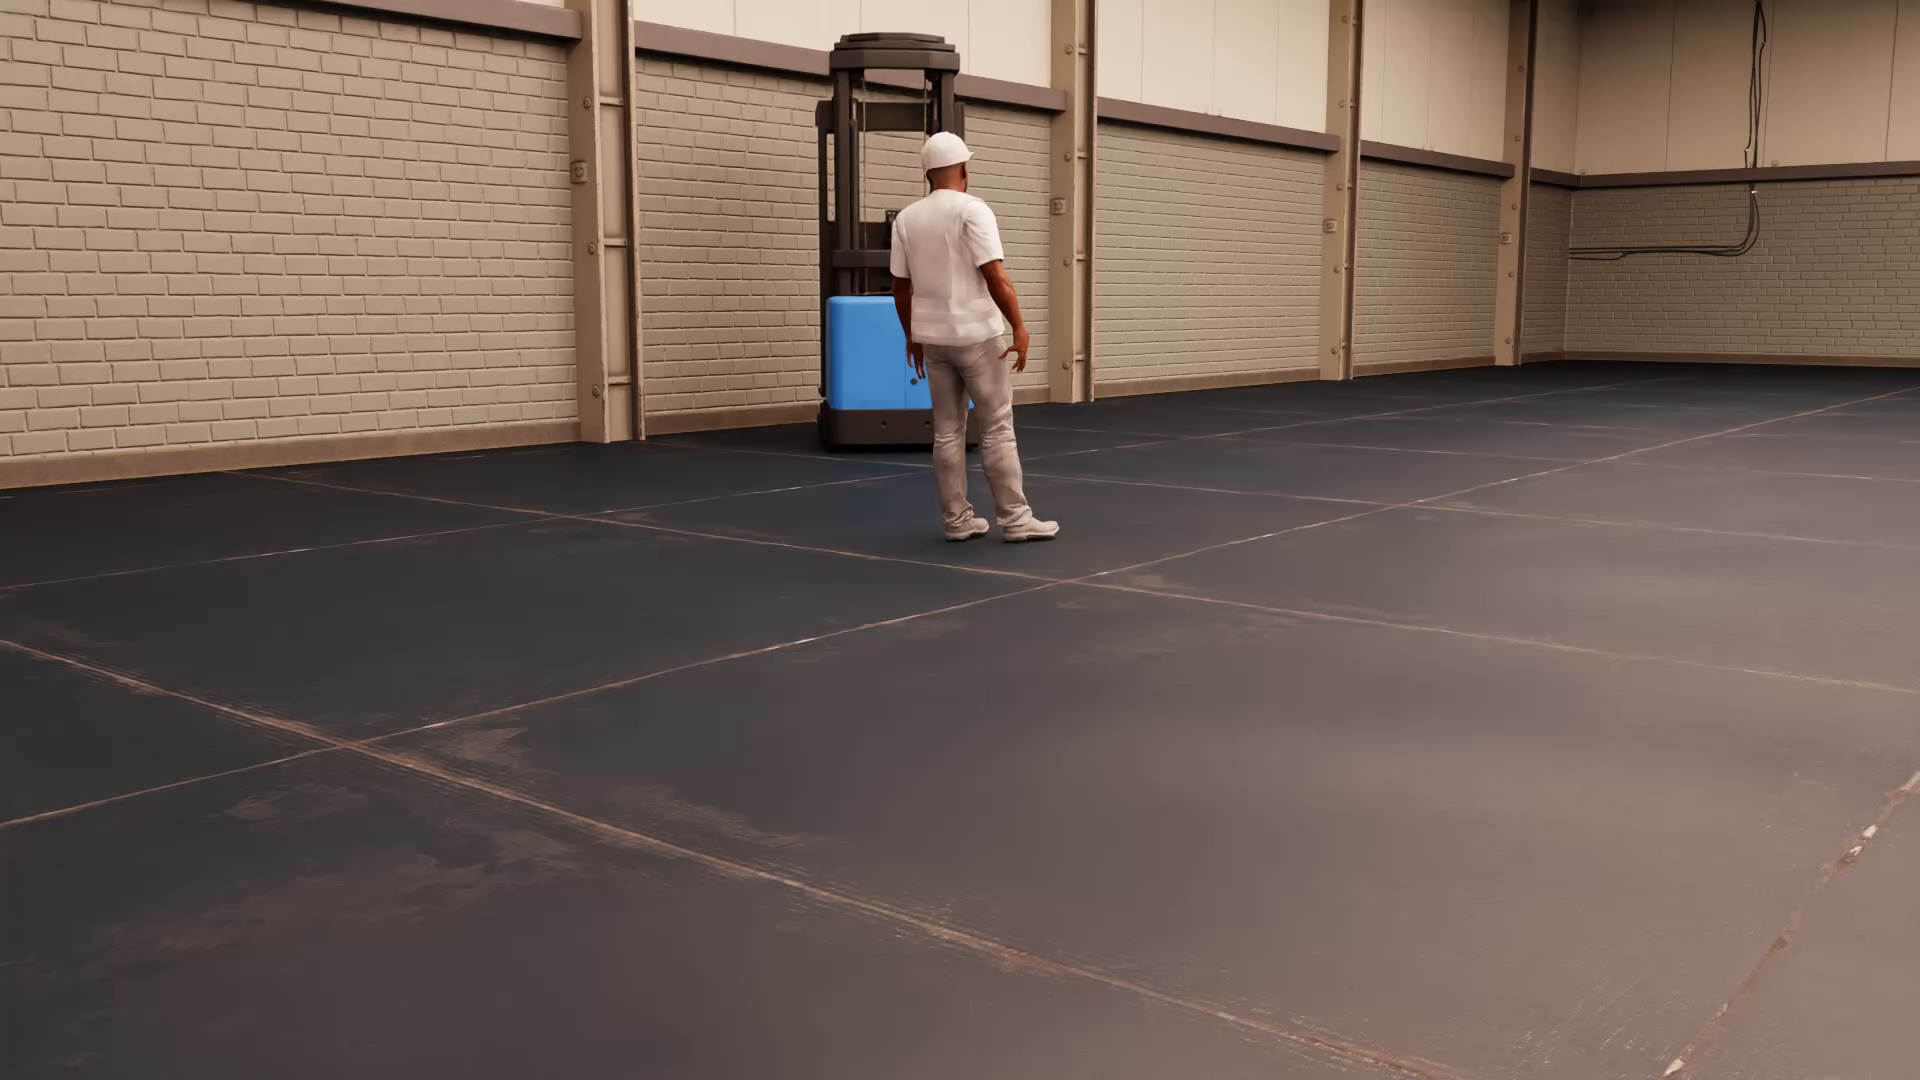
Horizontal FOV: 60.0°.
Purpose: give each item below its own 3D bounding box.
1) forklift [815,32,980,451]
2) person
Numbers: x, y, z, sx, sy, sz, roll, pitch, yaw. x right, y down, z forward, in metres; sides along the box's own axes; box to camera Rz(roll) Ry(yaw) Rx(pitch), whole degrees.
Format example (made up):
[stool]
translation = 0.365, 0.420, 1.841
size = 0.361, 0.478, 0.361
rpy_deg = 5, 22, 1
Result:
[forklift]
translation = -0.537, -2.254, 12.687
size = 1.130, 2.935, 3.031
rpy_deg = -1, 8, -6
[person]
translation = 0.048, -0.888, 7.327
size = 0.666, 1.768, 0.575
rpy_deg = 7, 11, 38
